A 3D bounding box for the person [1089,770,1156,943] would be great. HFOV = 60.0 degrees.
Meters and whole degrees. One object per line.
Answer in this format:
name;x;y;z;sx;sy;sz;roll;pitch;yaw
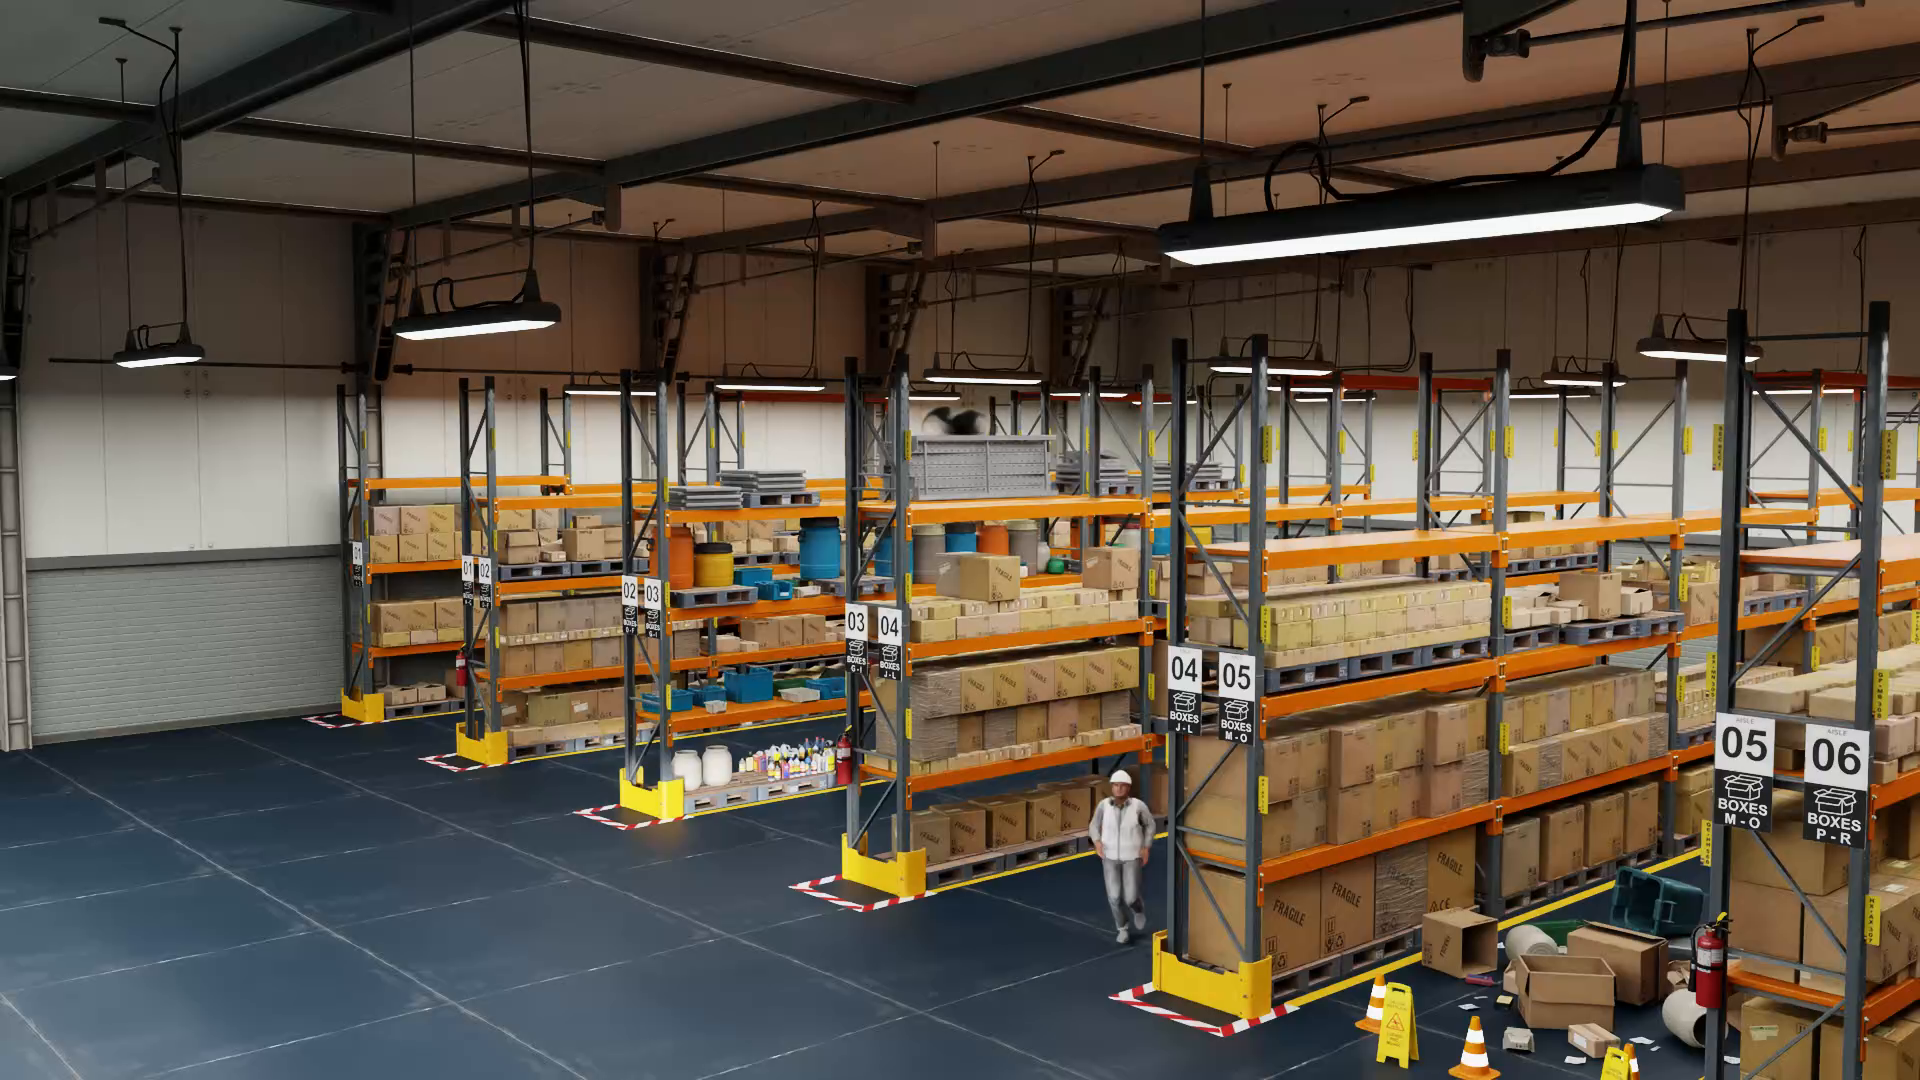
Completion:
person;1.629;3.198;16.859;0.677;1.740;0.577;1;4;16
